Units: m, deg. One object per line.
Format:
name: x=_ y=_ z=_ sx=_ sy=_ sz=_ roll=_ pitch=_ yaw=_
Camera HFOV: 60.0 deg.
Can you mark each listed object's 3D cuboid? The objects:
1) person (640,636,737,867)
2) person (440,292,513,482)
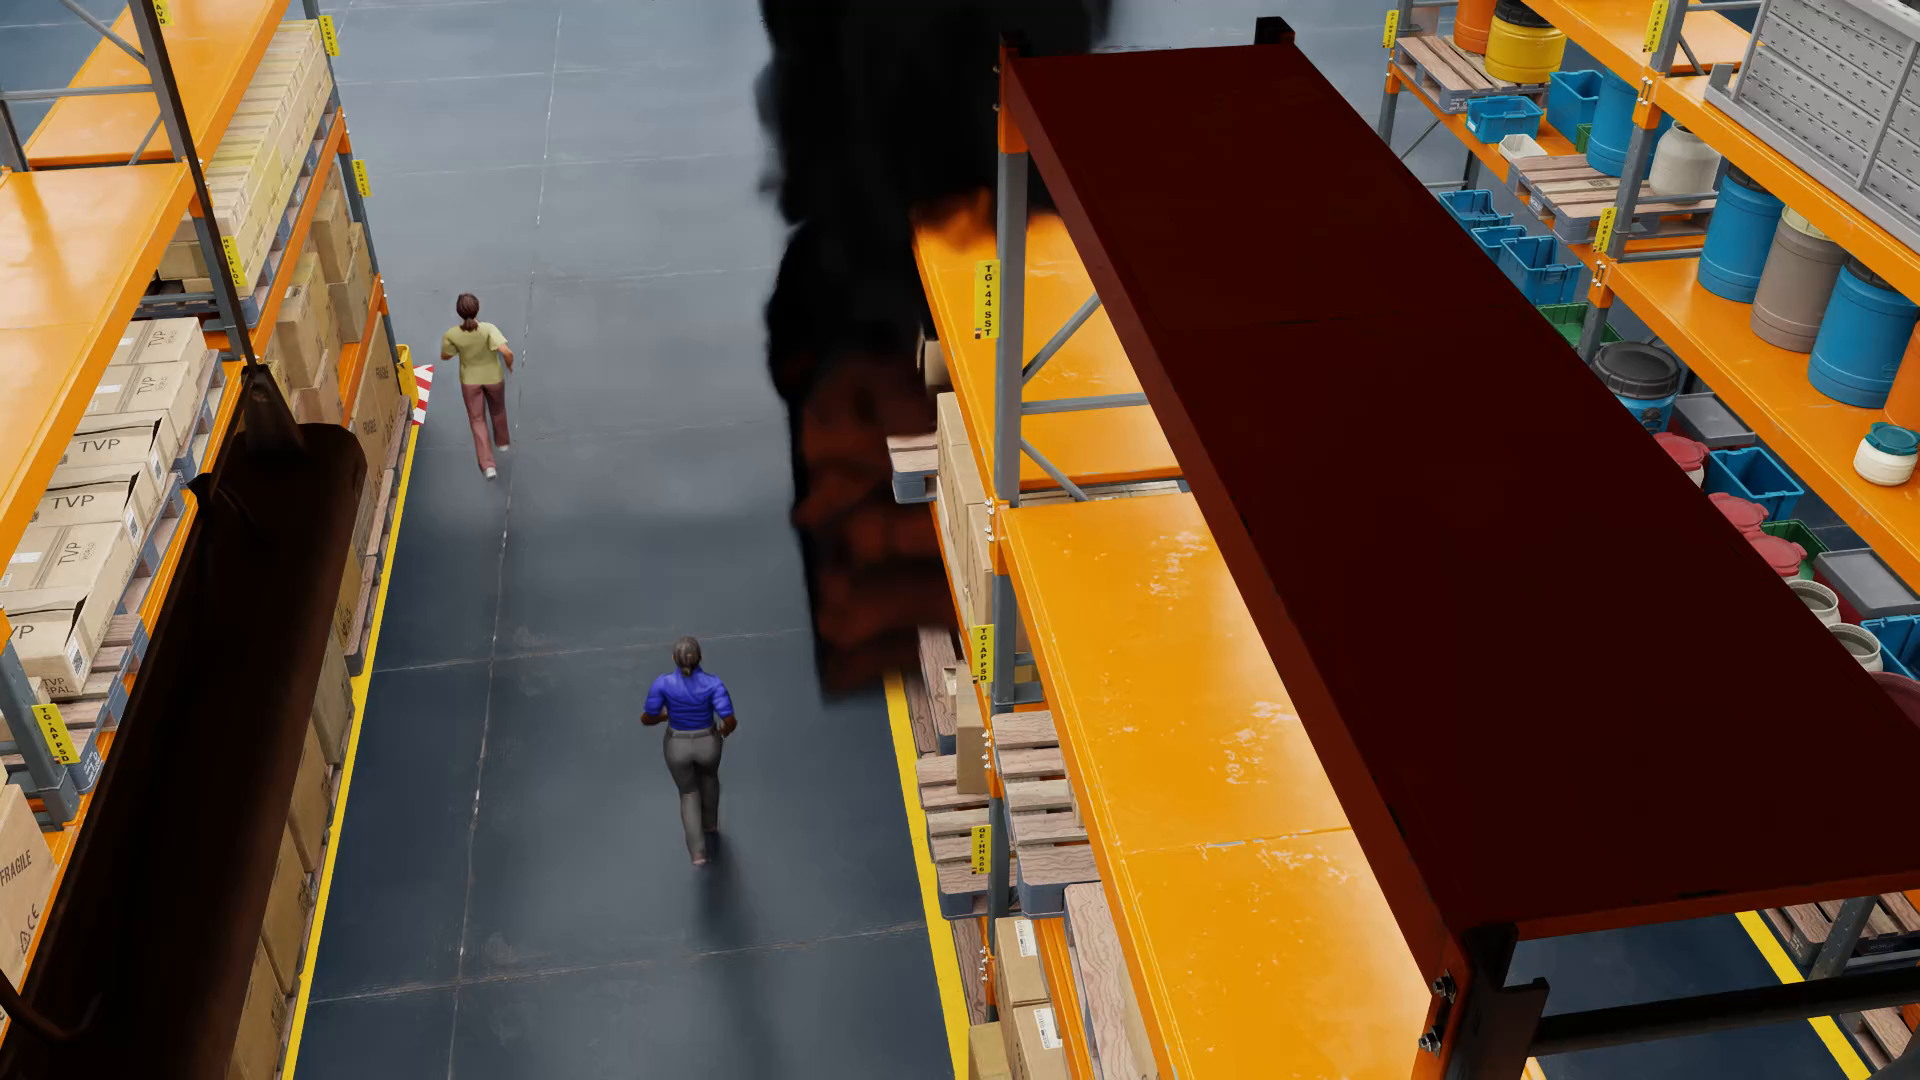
person: x=-1.630 y=1.340 z=10.181 sx=0.576 sy=1.679 sz=0.778 roll=-5 pitch=37 yaw=-6
person: x=-3.931 y=-1.294 z=13.684 sx=0.574 sy=1.655 sz=0.969 roll=-10 pitch=37 yaw=-13
